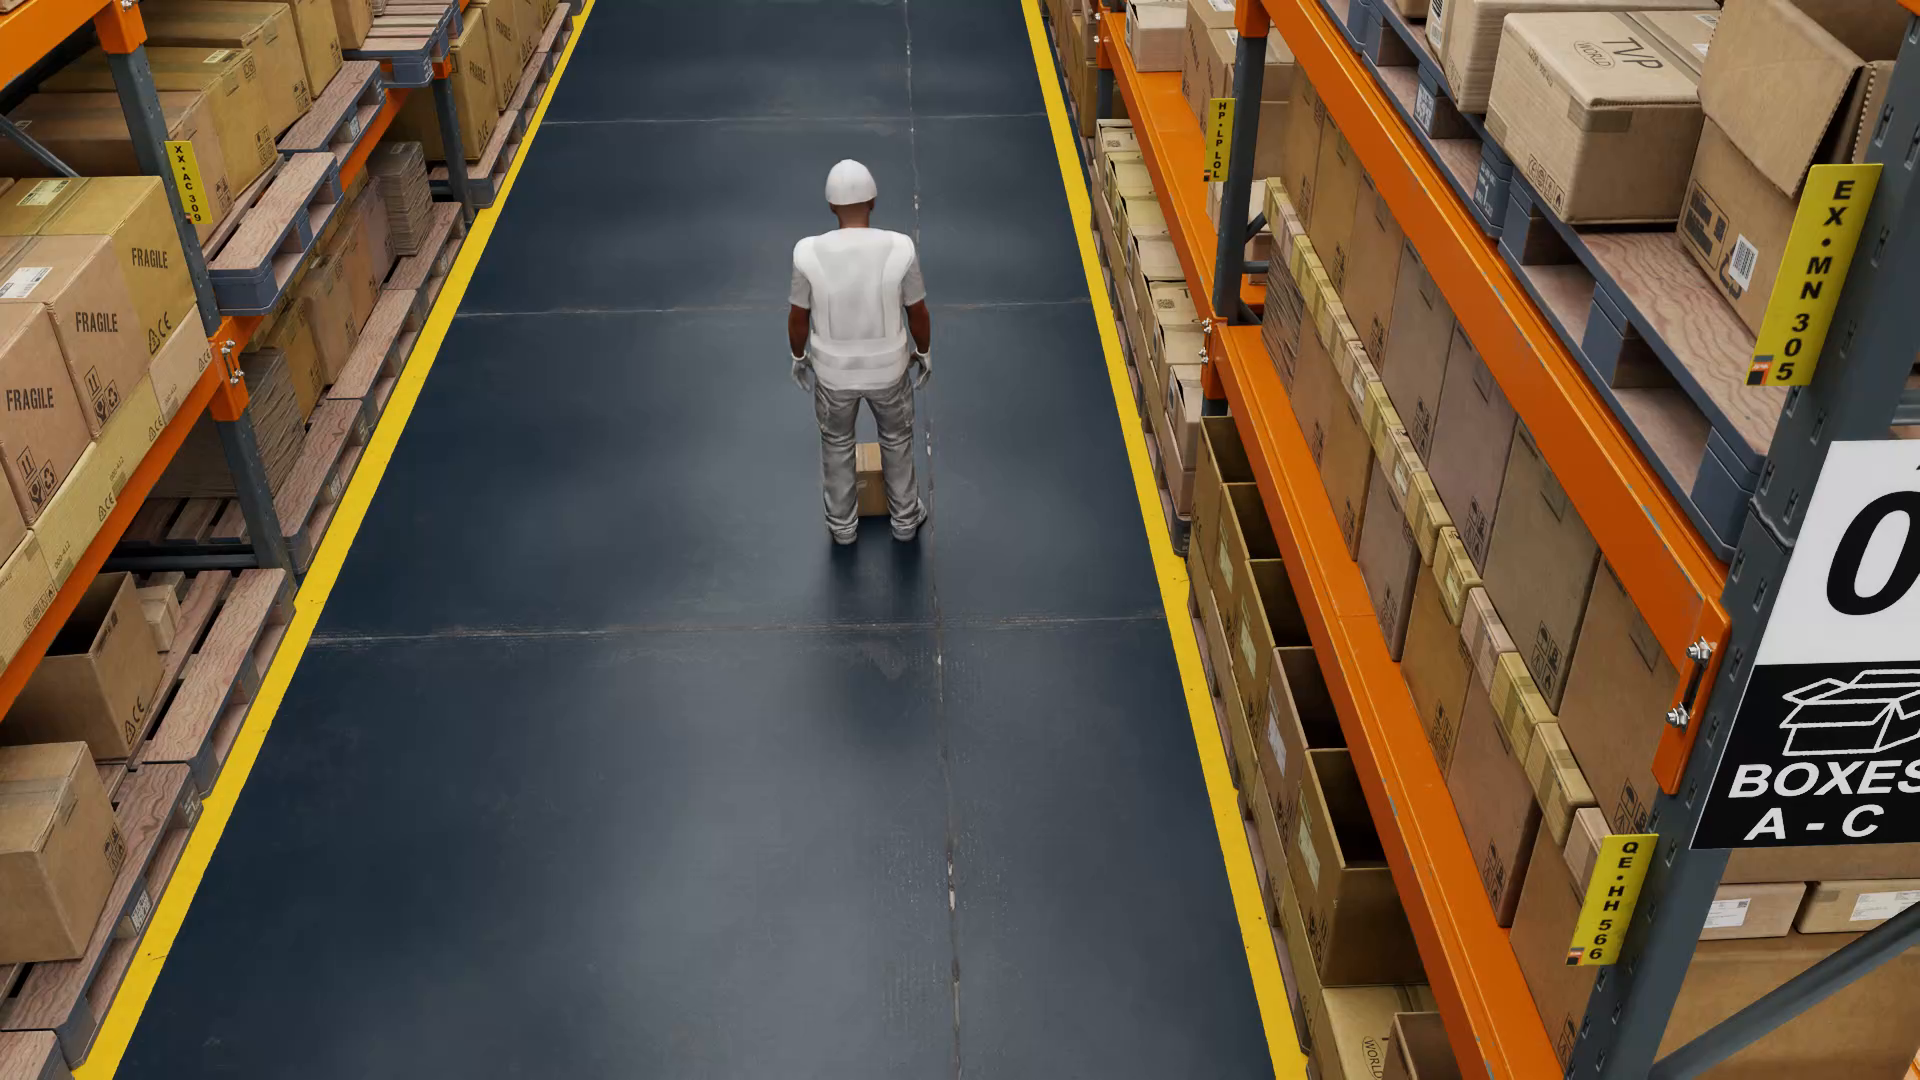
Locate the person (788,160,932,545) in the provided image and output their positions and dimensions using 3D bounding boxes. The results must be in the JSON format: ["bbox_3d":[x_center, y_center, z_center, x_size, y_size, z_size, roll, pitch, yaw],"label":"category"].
[{"bbox_3d":[-0.428,-0.779,7.251,0.617,1.774,0.446,-1,35,-2],"label":"person"}]
